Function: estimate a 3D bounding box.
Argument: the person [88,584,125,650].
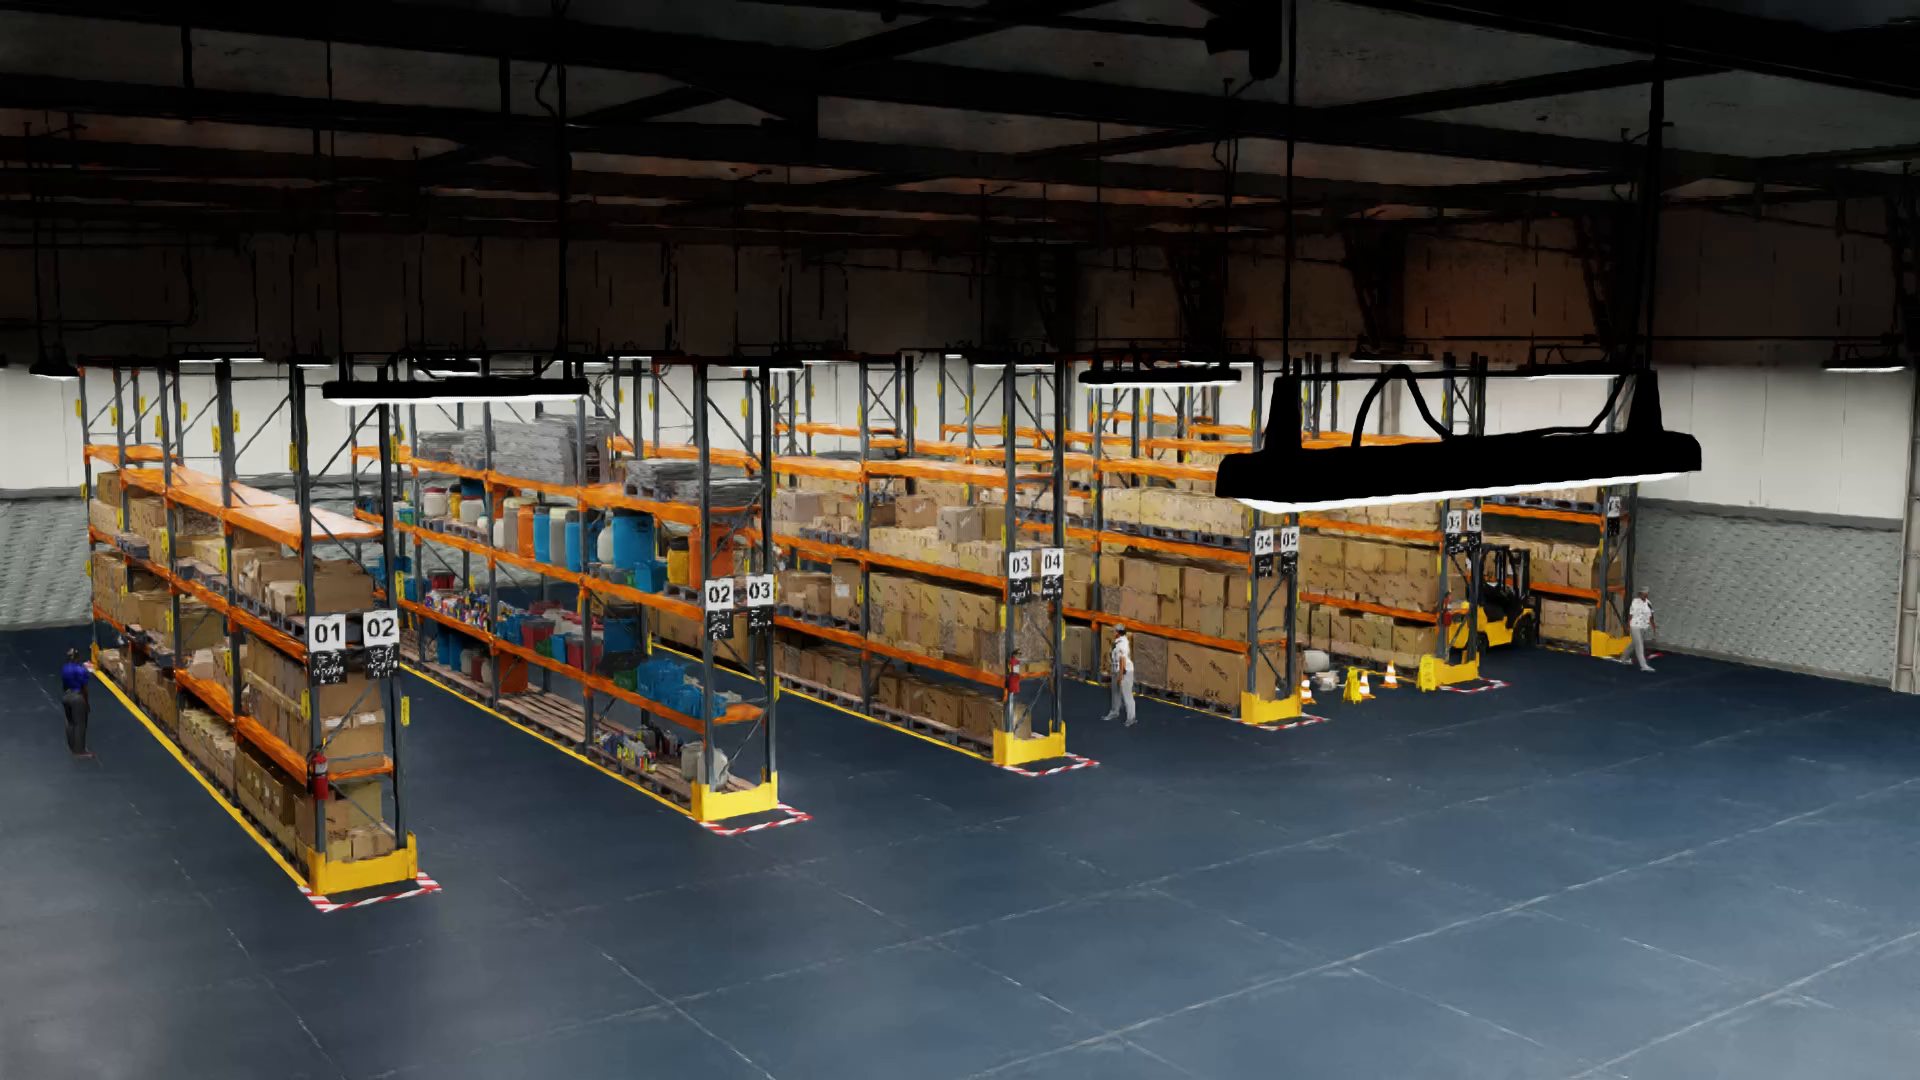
[{"bbox_3d":[-17.453,1.360,33.939,0.608,1.741,0.959,-1,7,-12],"label":"person"}]

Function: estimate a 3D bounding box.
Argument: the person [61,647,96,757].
[{"bbox_3d":[-13.383,2.443,25.240,0.507,1.666,0.414,3,8,24],"label":"person"}]

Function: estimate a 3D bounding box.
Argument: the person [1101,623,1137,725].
[{"bbox_3d":[2.619,2.184,27.366,0.554,1.659,0.598,-1,7,-5],"label":"person"}]

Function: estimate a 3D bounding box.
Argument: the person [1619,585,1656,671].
[{"bbox_3d":[13.022,1.657,31.814,0.441,1.623,0.989,-3,8,-26],"label":"person"}]

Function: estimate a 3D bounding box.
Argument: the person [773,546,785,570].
[{"bbox_3d":[-4.128,0.979,37.146,0.543,1.698,1.115,-5,8,-33],"label":"person"}]
